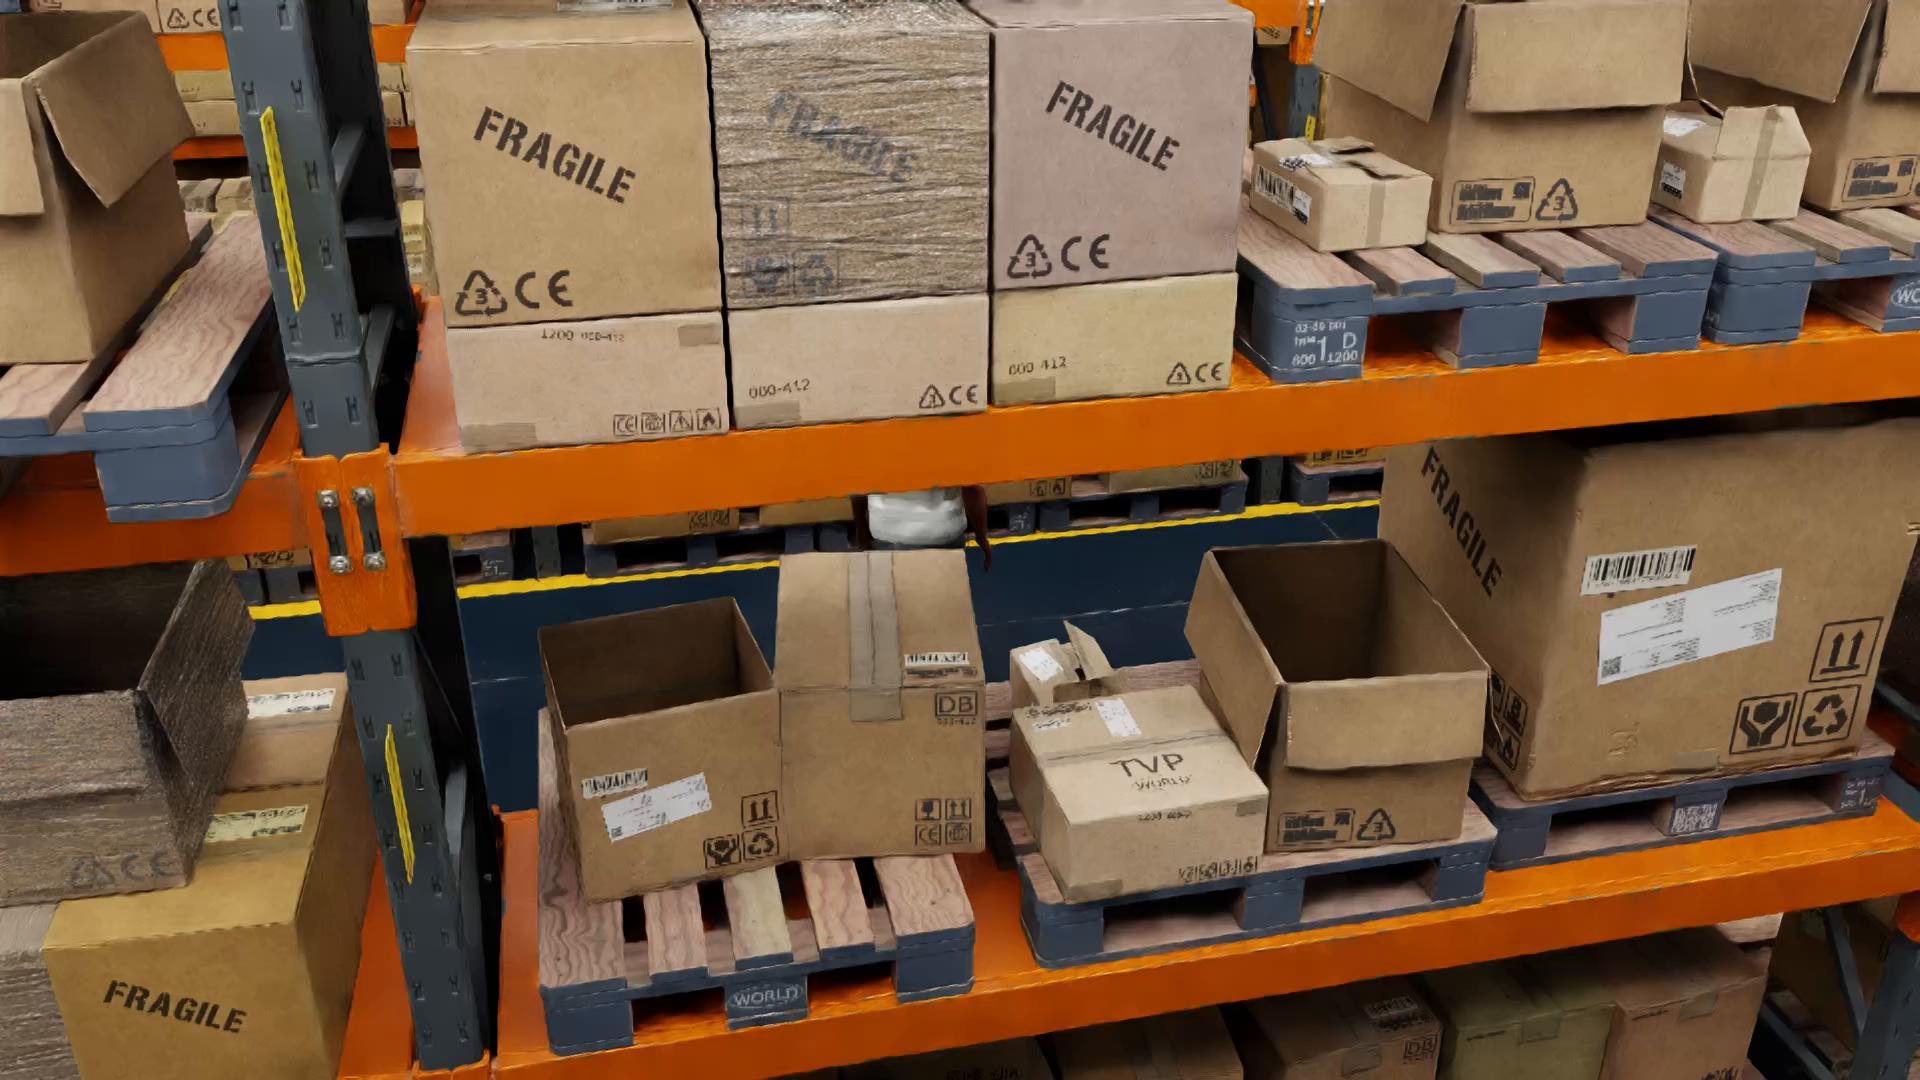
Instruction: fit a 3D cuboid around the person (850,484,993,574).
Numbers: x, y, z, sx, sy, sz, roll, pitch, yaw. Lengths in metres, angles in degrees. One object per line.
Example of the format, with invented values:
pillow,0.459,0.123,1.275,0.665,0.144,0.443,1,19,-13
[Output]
person,-0.162,-0.038,7.171,0.627,1.763,0.523,7,28,14
